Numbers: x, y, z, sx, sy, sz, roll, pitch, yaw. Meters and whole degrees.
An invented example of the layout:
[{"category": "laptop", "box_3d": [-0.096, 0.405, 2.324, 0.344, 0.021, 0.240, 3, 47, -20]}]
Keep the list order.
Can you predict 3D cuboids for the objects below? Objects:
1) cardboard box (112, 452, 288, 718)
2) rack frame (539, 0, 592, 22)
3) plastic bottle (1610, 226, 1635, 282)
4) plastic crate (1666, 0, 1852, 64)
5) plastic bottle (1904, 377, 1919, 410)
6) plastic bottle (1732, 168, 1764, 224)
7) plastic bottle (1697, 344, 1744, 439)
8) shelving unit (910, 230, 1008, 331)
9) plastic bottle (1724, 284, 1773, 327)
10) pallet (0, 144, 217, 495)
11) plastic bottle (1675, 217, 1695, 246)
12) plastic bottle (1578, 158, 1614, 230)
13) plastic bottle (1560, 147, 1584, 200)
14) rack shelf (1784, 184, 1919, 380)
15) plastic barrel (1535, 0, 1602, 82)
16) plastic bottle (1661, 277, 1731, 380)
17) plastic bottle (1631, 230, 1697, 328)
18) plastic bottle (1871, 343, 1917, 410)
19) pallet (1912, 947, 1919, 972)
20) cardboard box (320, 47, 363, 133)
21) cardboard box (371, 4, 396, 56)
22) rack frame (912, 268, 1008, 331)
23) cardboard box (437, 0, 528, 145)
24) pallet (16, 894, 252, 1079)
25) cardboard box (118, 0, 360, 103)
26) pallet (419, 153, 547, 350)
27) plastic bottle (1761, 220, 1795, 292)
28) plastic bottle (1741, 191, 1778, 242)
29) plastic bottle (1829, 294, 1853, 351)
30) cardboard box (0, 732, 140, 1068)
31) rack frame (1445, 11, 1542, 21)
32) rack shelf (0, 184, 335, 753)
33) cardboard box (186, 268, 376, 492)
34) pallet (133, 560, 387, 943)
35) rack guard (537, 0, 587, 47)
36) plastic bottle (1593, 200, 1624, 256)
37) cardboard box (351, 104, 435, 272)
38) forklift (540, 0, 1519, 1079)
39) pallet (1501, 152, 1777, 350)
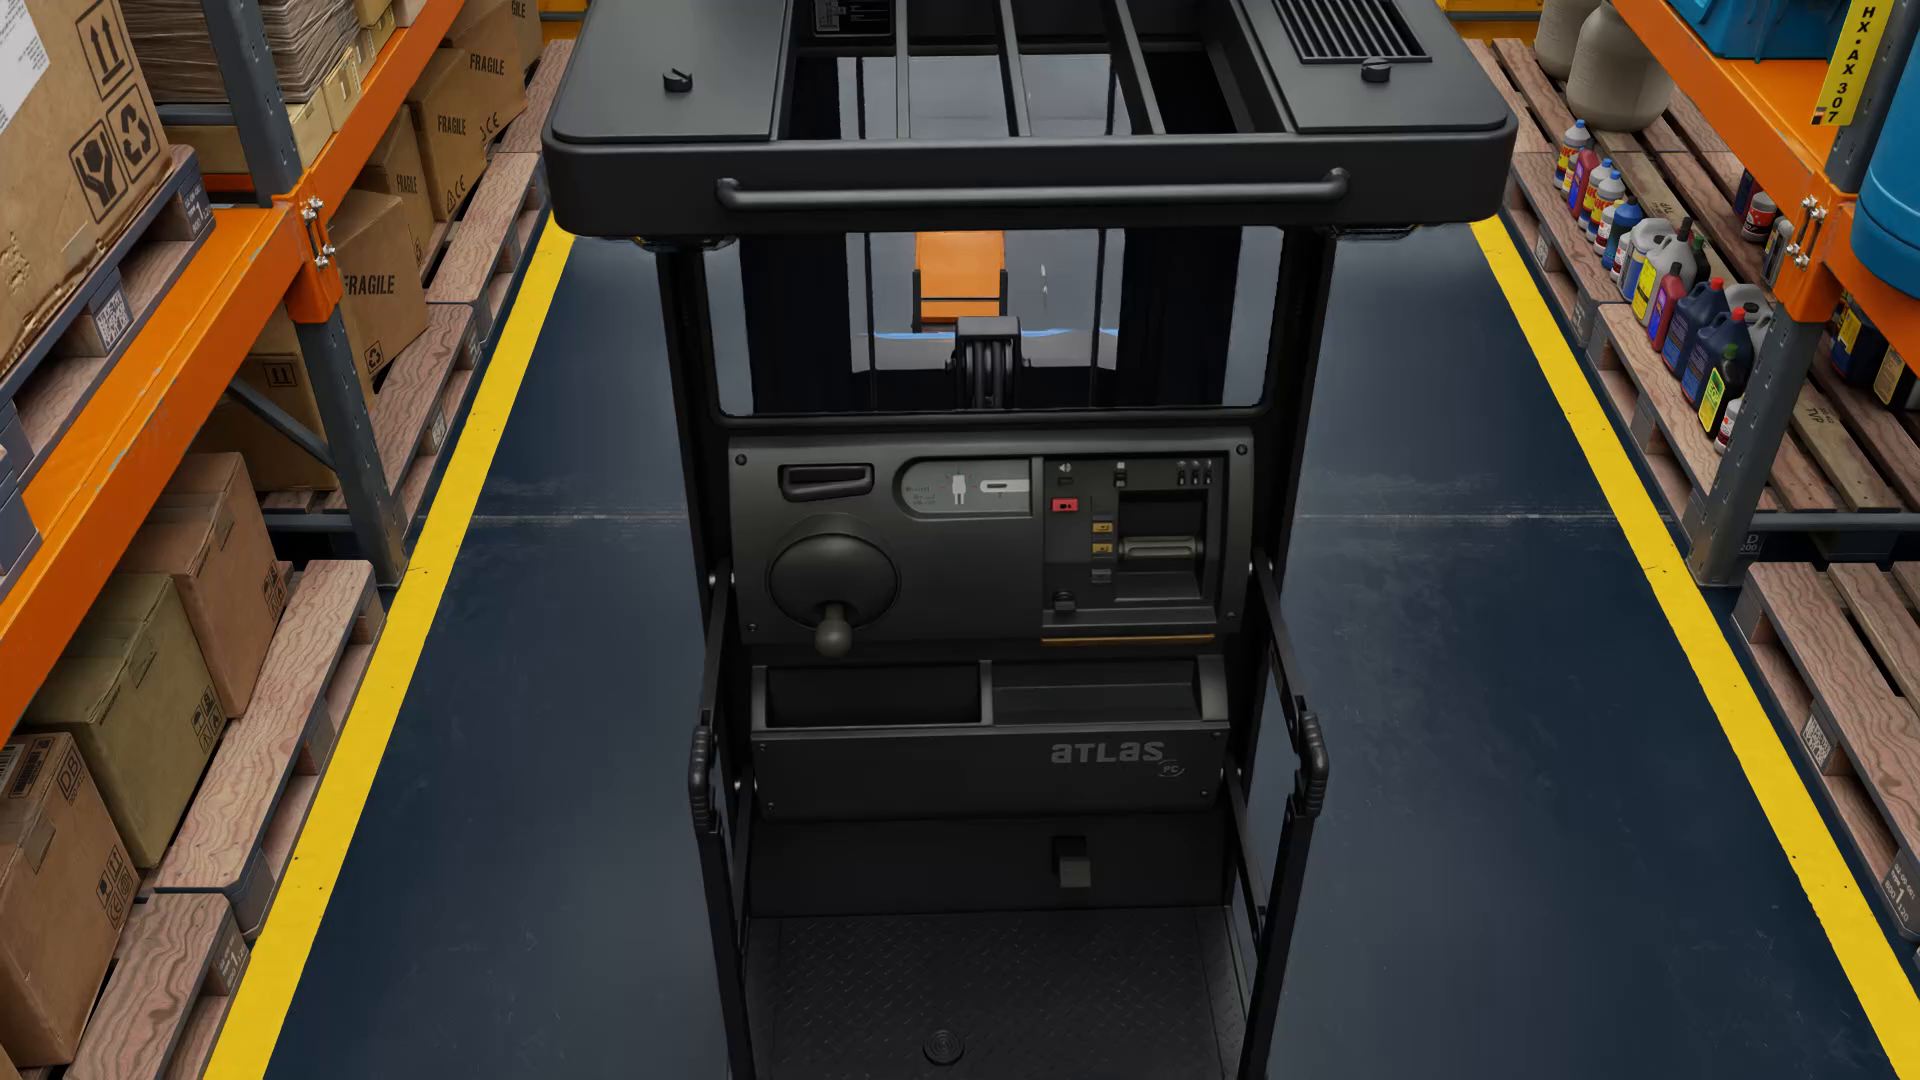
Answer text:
[{"category": "cardboard box", "box_3d": [-2.228, 0.131, 4.335, 0.700, 0.500, 0.500, -3, 39, -4]}, {"category": "rack frame", "box_3d": [-2.211, -3.558, 7.291, 1.000, 3.000, 0.127, 0, 39, 0]}, {"category": "plastic bottle", "box_3d": [2.433, -1.040, 6.035, 0.097, 0.201, 0.097, 0, 39, 0]}, {"category": "plastic crate", "box_3d": [2.473, -1.694, 5.084, 0.499, 0.251, 0.616, 0, 39, 0]}, {"category": "plastic bottle", "box_3d": [3.156, -0.571, 5.390, 0.152, 0.276, 0.135, 1, 39, 2]}, {"category": "plastic bottle", "box_3d": [3.048, -1.367, 6.378, 0.061, 0.283, 0.133, 0, 39, 0]}, {"category": "plastic bottle", "box_3d": [2.416, -0.473, 5.261, 0.061, 0.283, 0.133, 2, 39, 2]}, {"category": "shelving unit", "box_3d": [0.000, -0.365, 4.746, 0.258, 1.200, 0.503, 0, 39, 0]}, {"category": "plastic bottle", "box_3d": [2.605, -0.708, 5.560, 0.152, 0.276, 0.135, 0, 39, 0]}, {"category": "pallet", "box_3d": [-2.351, -0.504, 3.633, 1.003, 0.211, 1.213, 0, 39, 0]}, {"category": "plastic bottle", "box_3d": [2.567, -0.999, 5.918, 0.061, 0.283, 0.133, 0, 39, 0]}, {"category": "plastic bottle", "box_3d": [2.432, -1.320, 6.329, 0.097, 0.271, 0.097, 0, 39, 0]}, {"category": "plastic bottle", "box_3d": [2.432, -1.443, 6.537, 0.097, 0.201, 0.097, 0, 39, 0]}, {"category": "rack shelf", "box_3d": [2.748, 0.471, 2.839, 1.077, 0.370, 4.000, 0, 39, 0]}, {"category": "plastic barrel", "box_3d": [2.819, -2.343, 7.429, 0.421, 0.512, 0.421, 0, 39, 0]}, {"category": "plastic bottle", "box_3d": [2.457, -0.721, 5.517, 0.144, 0.351, 0.185, -2, 39, -2]}, {"category": "plastic bottle", "box_3d": [2.457, -0.923, 5.769, 0.144, 0.351, 0.185, 0, 39, 0]}, {"category": "plastic bottle", "box_3d": [3.050, -0.573, 5.387, 0.061, 0.283, 0.133, 0, 39, 0]}, {"category": "pallet", "box_3d": [2.790, 1.284, 3.479, 1.003, 0.211, 1.213, 0, 39, 0]}, {"category": "cardboard box", "box_3d": [-1.894, -1.250, 4.612, 0.380, 0.149, 0.250, 0, 39, 0]}, {"category": "cardboard box", "box_3d": [-1.931, -1.562, 5.002, 0.380, 0.149, 0.250, 0, 39, 0]}, {"category": "rack frame", "box_3d": [0.000, -0.212, 4.555, 0.240, 1.200, 0.015, 0, 39, 0]}, {"category": "cardboard box", "box_3d": [-2.192, -1.982, 6.988, 0.500, 0.500, 0.500, 10, 40, 12]}, {"category": "pallet", "box_3d": [-2.200, 1.283, 3.480, 1.003, 0.211, 1.213, 0, 39, 0]}, {"category": "cardboard box", "box_3d": [-2.145, -1.493, 4.397, 0.875, 0.500, 0.500, 0, 39, 0]}, {"category": "pallet", "box_3d": [-2.247, -1.153, 6.521, 1.003, 0.211, 1.213, 0, 39, 0]}, {"category": "plastic bottle", "box_3d": [3.011, -1.042, 5.978, 0.152, 0.276, 0.135, 0, 39, 0]}, {"category": "plastic bottle", "box_3d": [3.030, -1.237, 6.281, 0.097, 0.201, 0.097, 0, 39, 0]}, {"category": "plastic bottle", "box_3d": [3.039, -0.763, 5.633, 0.097, 0.271, 0.097, 0, 39, 0]}, {"category": "cardboard box", "box_3d": [-2.245, 0.779, 3.526, 0.700, 0.500, 0.500, -3, 39, -4]}, {"category": "rack frame", "box_3d": [2.742, -3.562, 7.296, 1.000, 3.000, 0.127, 0, 39, 0]}, {"category": "rack shelf", "box_3d": [-2.205, 0.475, 2.834, 1.077, 0.370, 4.000, 0, 39, 0]}, {"category": "cardboard box", "box_3d": [-2.167, -0.495, 5.133, 0.500, 0.500, 0.500, -1, 39, -1]}, {"category": "pallet", "box_3d": [-2.204, 0.518, 4.435, 1.003, 0.211, 1.213, 0, 39, 0]}, {"category": "rack guard", "box_3d": [-2.211, -2.535, 8.014, 1.175, 0.500, 0.348, 0, 39, 0]}, {"category": "plastic bottle", "box_3d": [2.433, -1.169, 6.195, 0.097, 0.201, 0.097, 0, 39, 0]}, {"category": "cardboard box", "box_3d": [-2.255, -1.242, 6.064, 0.500, 0.500, 0.500, -3, 39, -4]}, {"category": "forklift", "box_3d": [0.067, 0.080, 2.806, 1.130, 2.935, 3.031, -1, 39, -2]}, {"category": "pallet", "box_3d": [2.783, -1.157, 6.525, 1.003, 0.211, 1.213, 0, 39, 0]}]
